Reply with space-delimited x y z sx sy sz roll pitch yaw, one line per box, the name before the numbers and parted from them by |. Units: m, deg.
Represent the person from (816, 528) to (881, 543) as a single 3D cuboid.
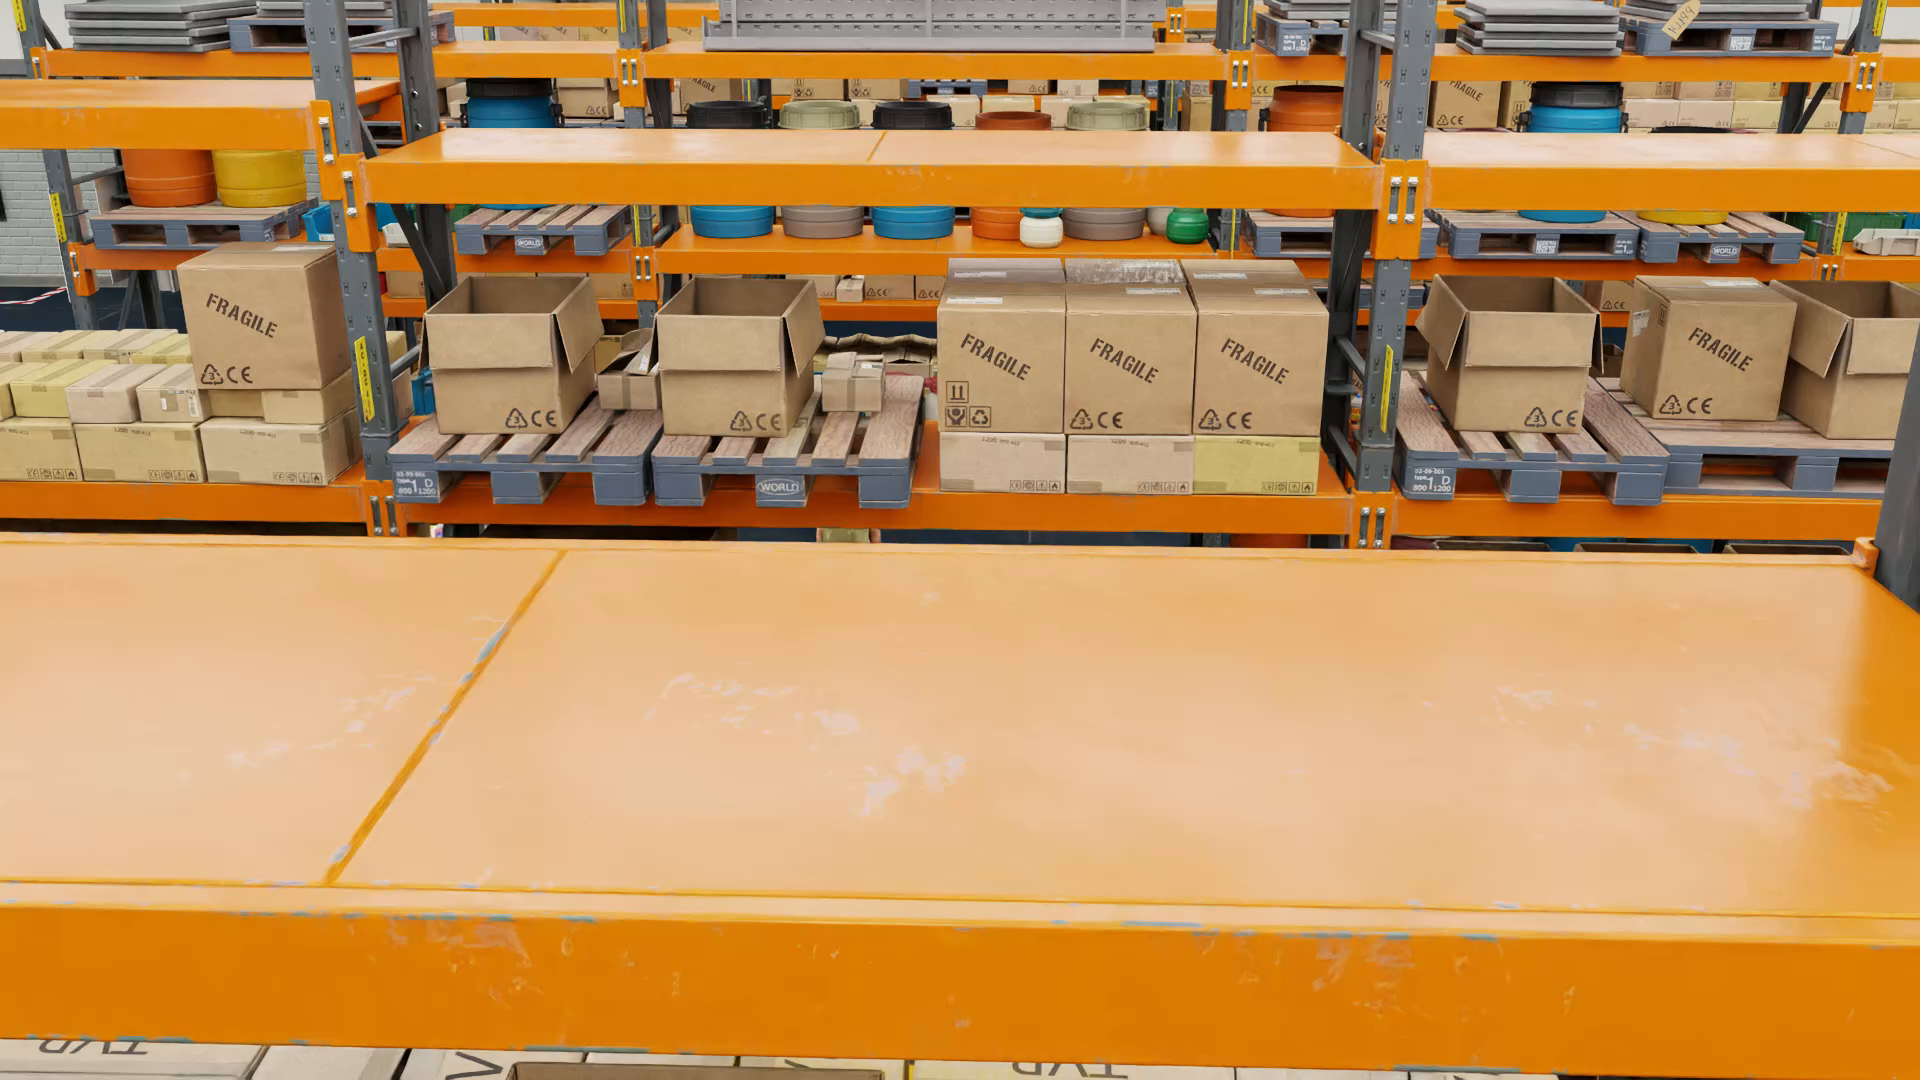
person | -0.752 0.182 11.225 0.442 1.672 0.362 1 21 3
